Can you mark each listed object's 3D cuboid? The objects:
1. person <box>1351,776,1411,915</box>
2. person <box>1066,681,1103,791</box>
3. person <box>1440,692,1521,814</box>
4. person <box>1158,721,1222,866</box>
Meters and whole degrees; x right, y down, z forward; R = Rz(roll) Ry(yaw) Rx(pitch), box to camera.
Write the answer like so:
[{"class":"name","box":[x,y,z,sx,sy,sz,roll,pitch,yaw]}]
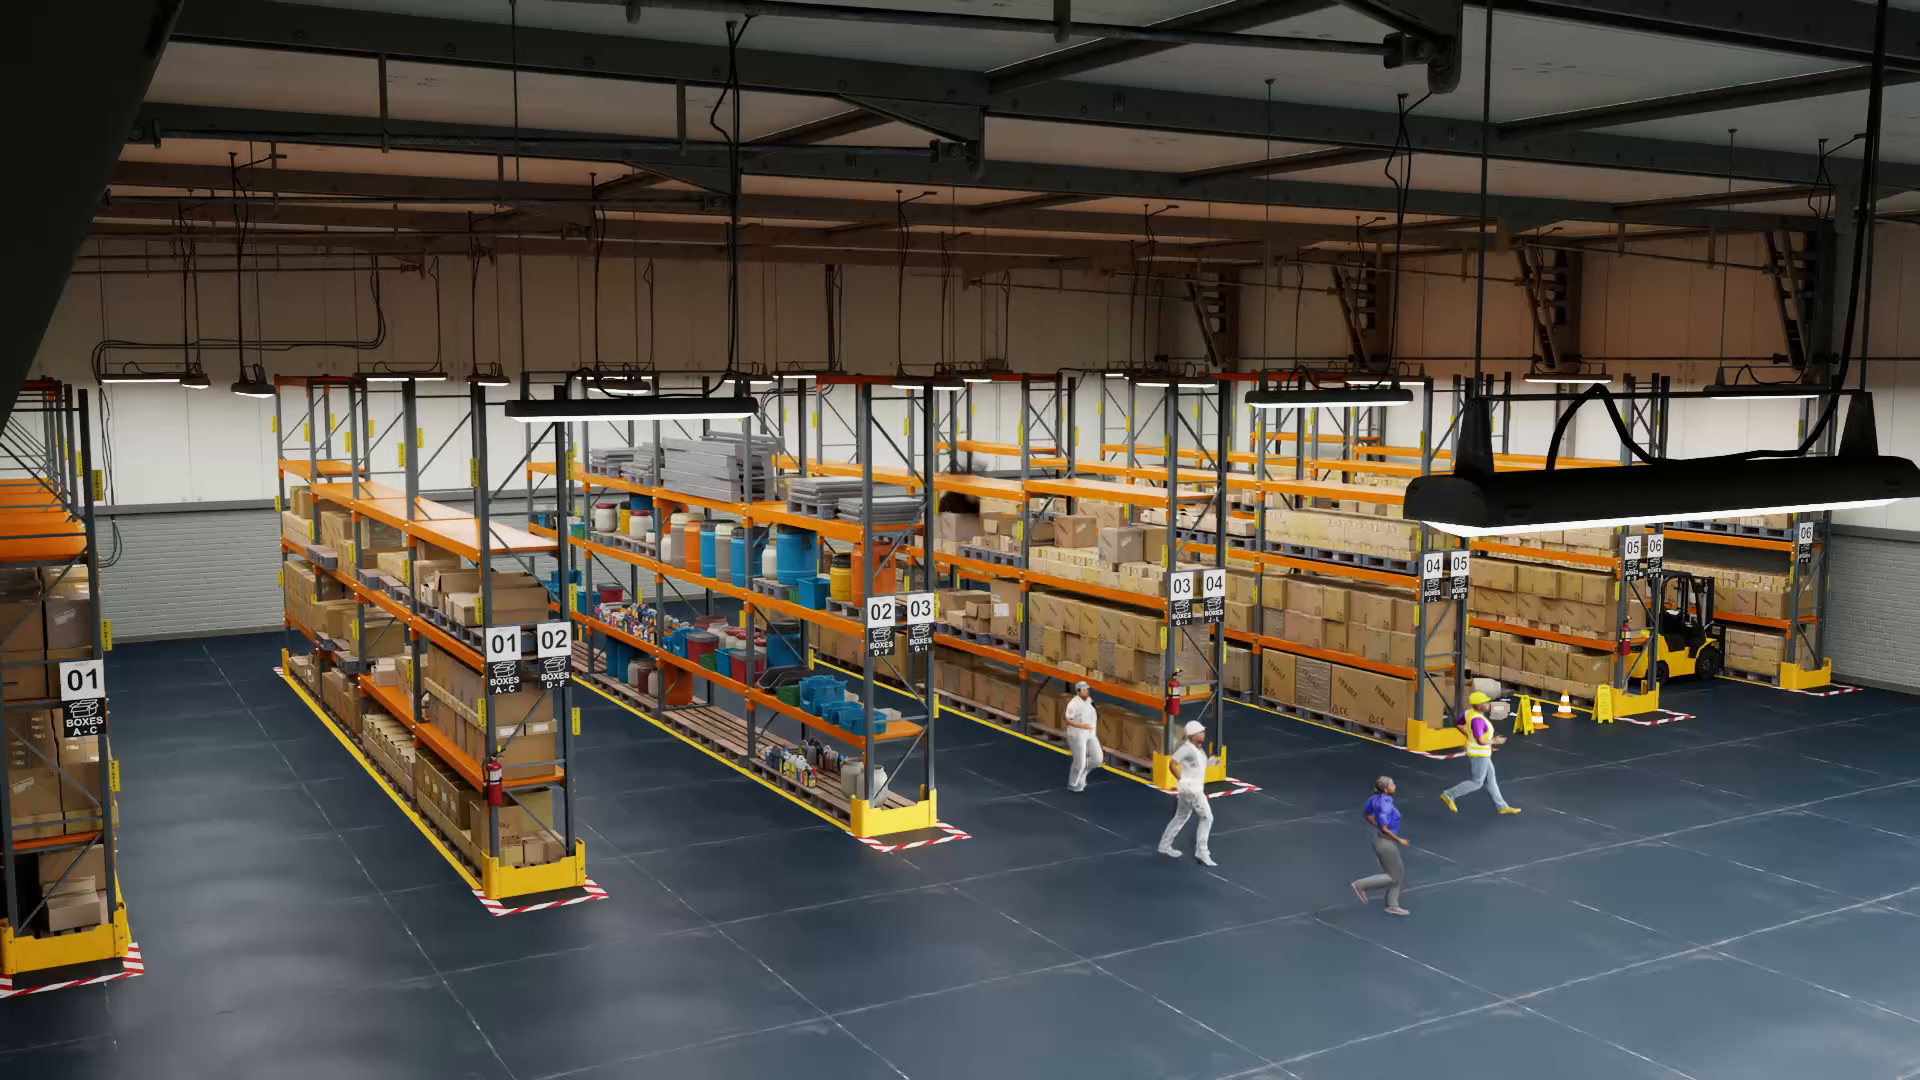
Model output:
[{"class":"person","box":[4.786,3.477,18.928,0.698,1.628,0.587,0,6,-2]},{"class":"person","box":[1.827,2.861,24.231,0.618,1.630,0.535,-6,8,-42]},{"class":"person","box":[7.174,2.933,22.847,1.098,1.713,0.717,1,6,9]},{"class":"person","box":[2.898,3.175,20.905,0.772,1.852,0.646,1,6,5]}]
